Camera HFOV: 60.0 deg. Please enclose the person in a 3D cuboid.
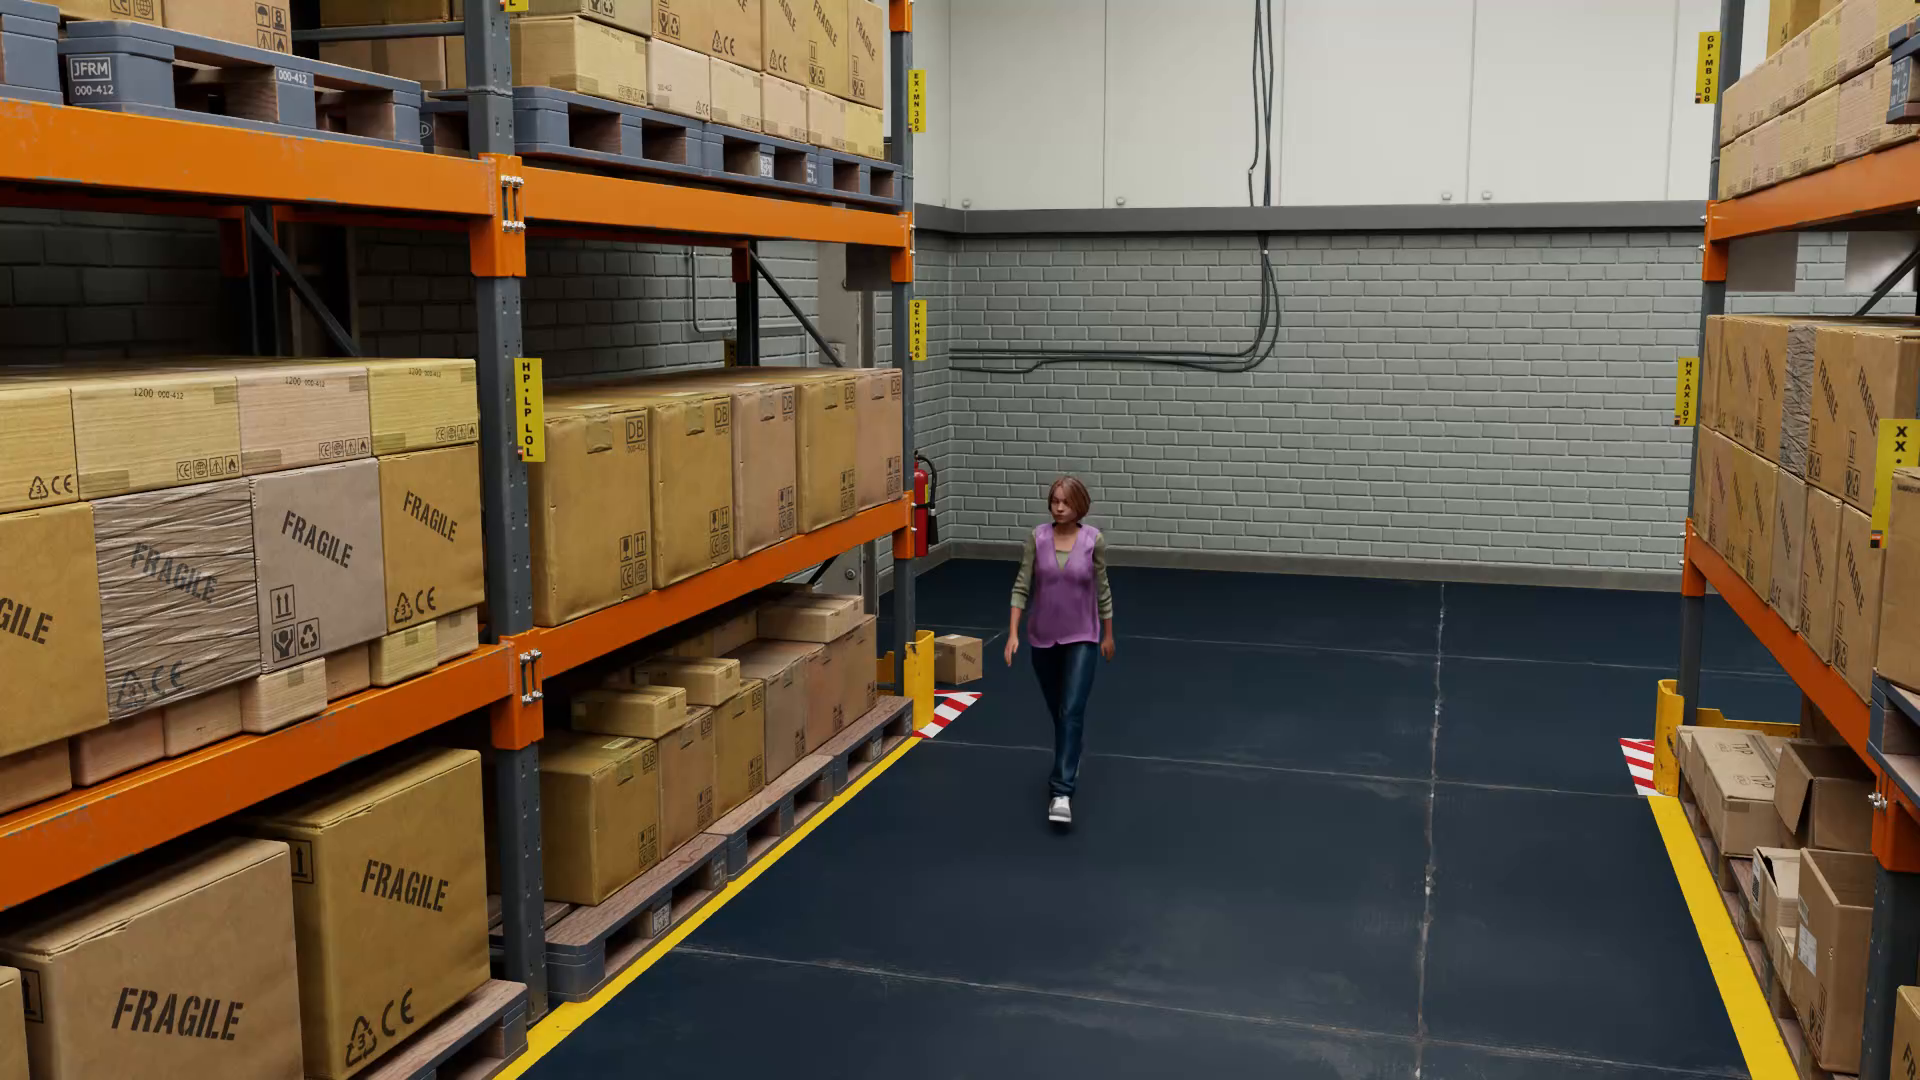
[{"bbox_3d":[0.459,0.460,7.782,0.446,1.530,0.989,3,9,18],"label":"person"}]
